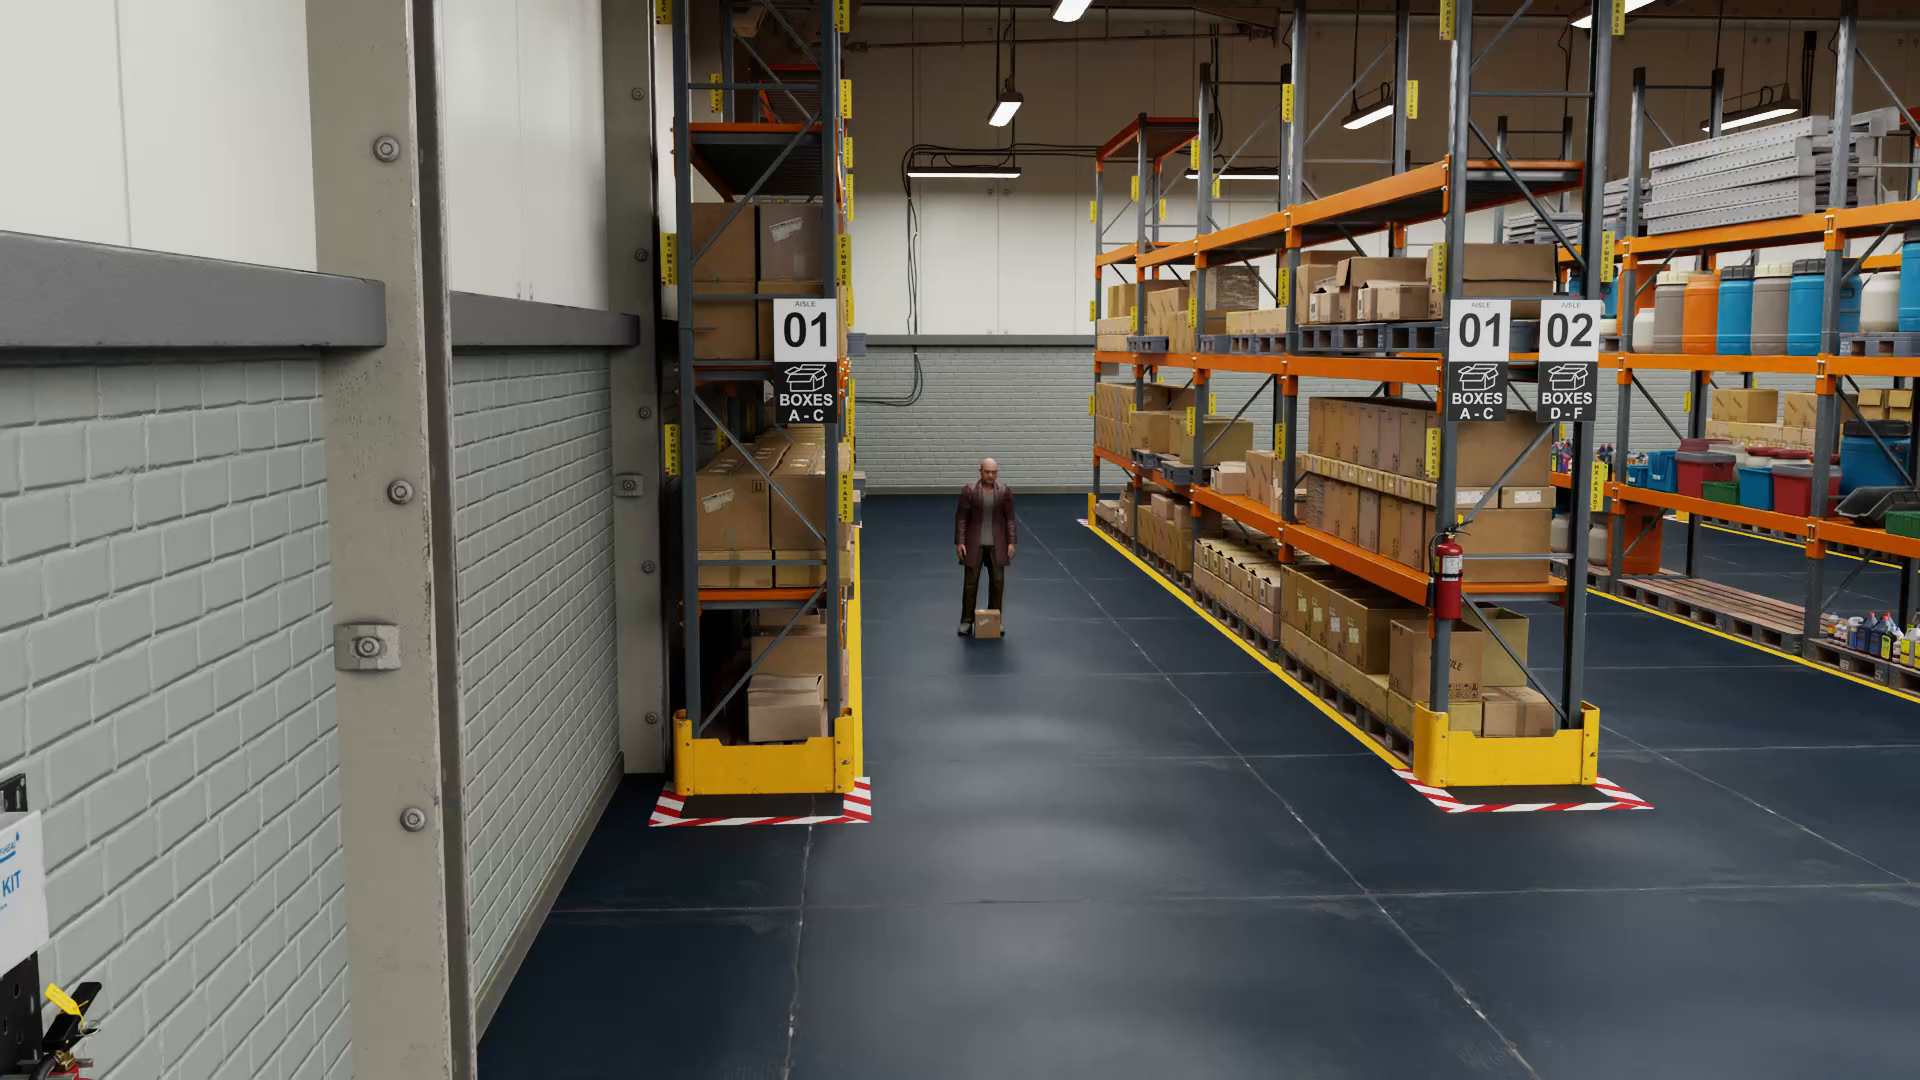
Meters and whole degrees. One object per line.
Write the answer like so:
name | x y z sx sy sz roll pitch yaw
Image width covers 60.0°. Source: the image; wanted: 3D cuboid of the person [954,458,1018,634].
person | 0.264 0.055 16.835 0.651 1.773 0.428 -1 7 -7
